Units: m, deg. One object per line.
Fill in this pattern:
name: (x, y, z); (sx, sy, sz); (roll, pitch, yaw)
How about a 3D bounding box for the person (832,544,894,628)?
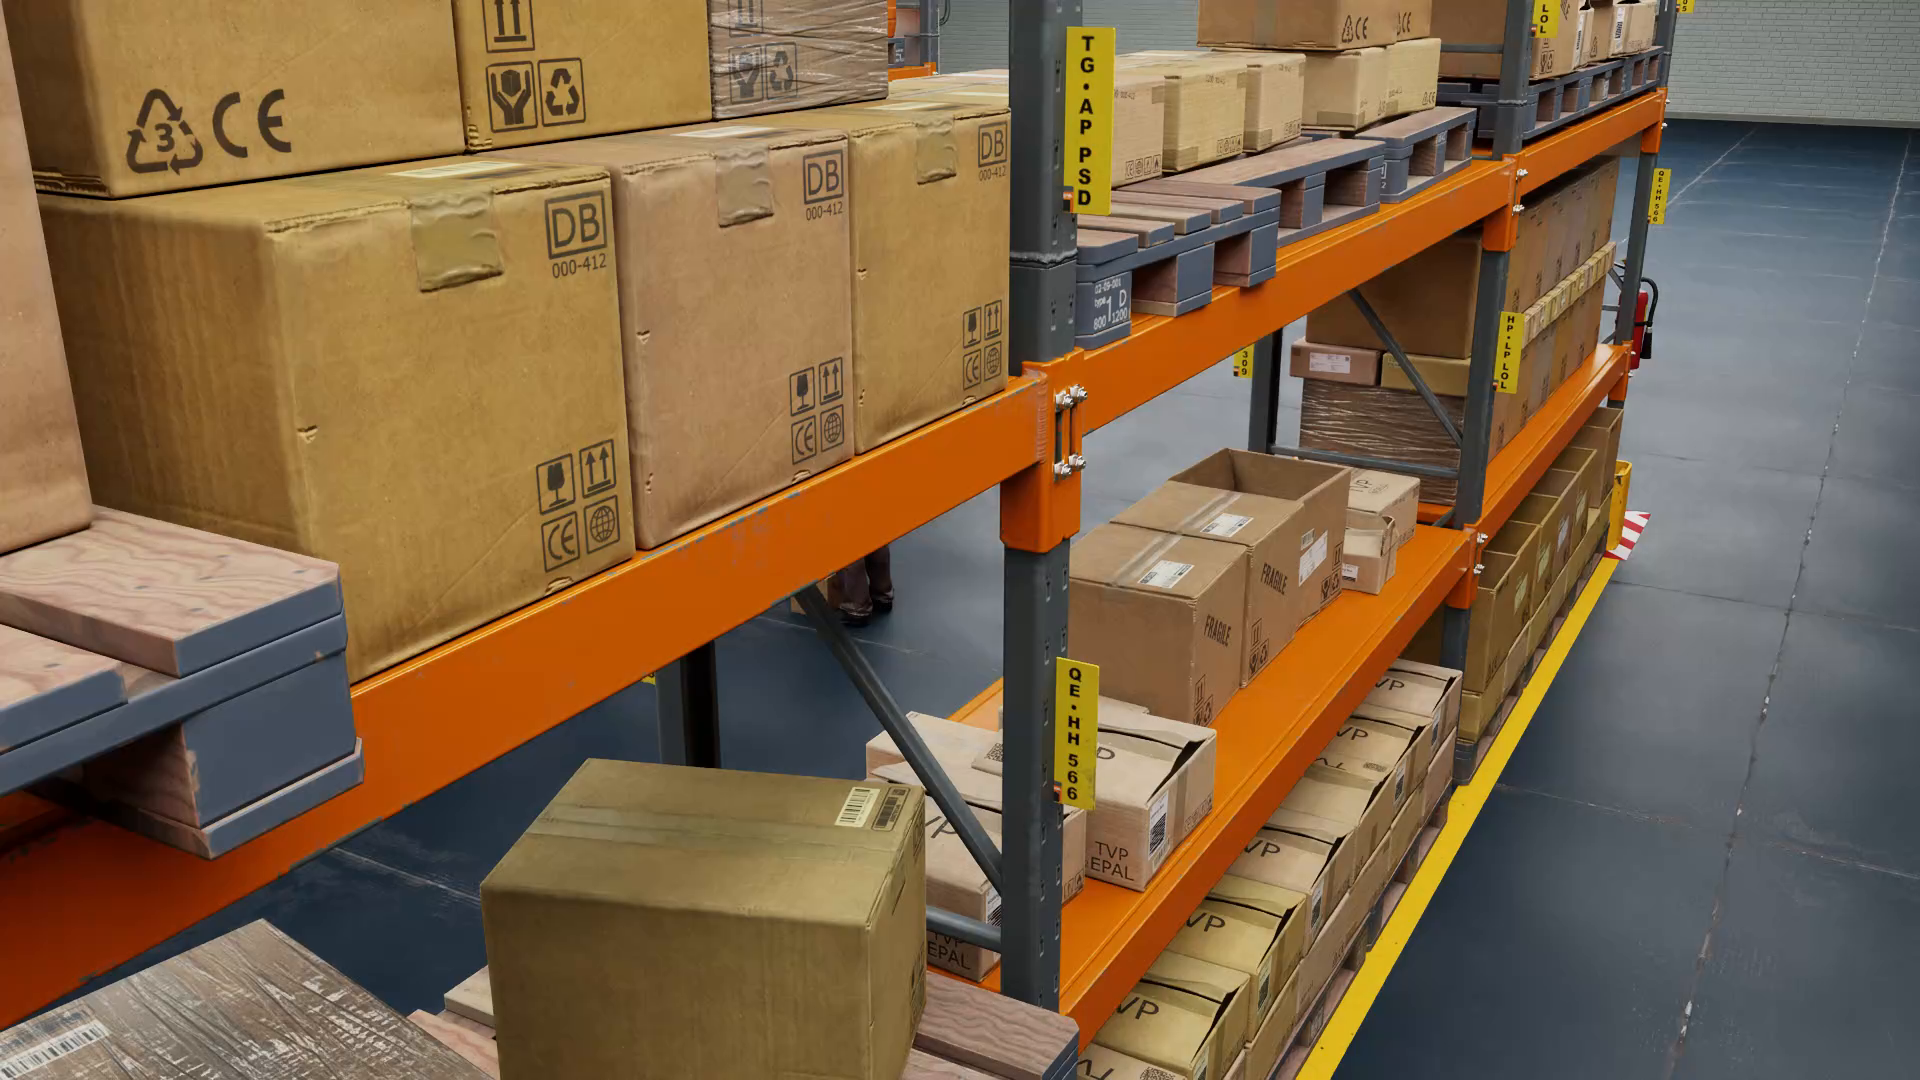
person: (-0.549, -0.375, 9.175); (0.420, 1.721, 0.581); (11, 22, 28)
